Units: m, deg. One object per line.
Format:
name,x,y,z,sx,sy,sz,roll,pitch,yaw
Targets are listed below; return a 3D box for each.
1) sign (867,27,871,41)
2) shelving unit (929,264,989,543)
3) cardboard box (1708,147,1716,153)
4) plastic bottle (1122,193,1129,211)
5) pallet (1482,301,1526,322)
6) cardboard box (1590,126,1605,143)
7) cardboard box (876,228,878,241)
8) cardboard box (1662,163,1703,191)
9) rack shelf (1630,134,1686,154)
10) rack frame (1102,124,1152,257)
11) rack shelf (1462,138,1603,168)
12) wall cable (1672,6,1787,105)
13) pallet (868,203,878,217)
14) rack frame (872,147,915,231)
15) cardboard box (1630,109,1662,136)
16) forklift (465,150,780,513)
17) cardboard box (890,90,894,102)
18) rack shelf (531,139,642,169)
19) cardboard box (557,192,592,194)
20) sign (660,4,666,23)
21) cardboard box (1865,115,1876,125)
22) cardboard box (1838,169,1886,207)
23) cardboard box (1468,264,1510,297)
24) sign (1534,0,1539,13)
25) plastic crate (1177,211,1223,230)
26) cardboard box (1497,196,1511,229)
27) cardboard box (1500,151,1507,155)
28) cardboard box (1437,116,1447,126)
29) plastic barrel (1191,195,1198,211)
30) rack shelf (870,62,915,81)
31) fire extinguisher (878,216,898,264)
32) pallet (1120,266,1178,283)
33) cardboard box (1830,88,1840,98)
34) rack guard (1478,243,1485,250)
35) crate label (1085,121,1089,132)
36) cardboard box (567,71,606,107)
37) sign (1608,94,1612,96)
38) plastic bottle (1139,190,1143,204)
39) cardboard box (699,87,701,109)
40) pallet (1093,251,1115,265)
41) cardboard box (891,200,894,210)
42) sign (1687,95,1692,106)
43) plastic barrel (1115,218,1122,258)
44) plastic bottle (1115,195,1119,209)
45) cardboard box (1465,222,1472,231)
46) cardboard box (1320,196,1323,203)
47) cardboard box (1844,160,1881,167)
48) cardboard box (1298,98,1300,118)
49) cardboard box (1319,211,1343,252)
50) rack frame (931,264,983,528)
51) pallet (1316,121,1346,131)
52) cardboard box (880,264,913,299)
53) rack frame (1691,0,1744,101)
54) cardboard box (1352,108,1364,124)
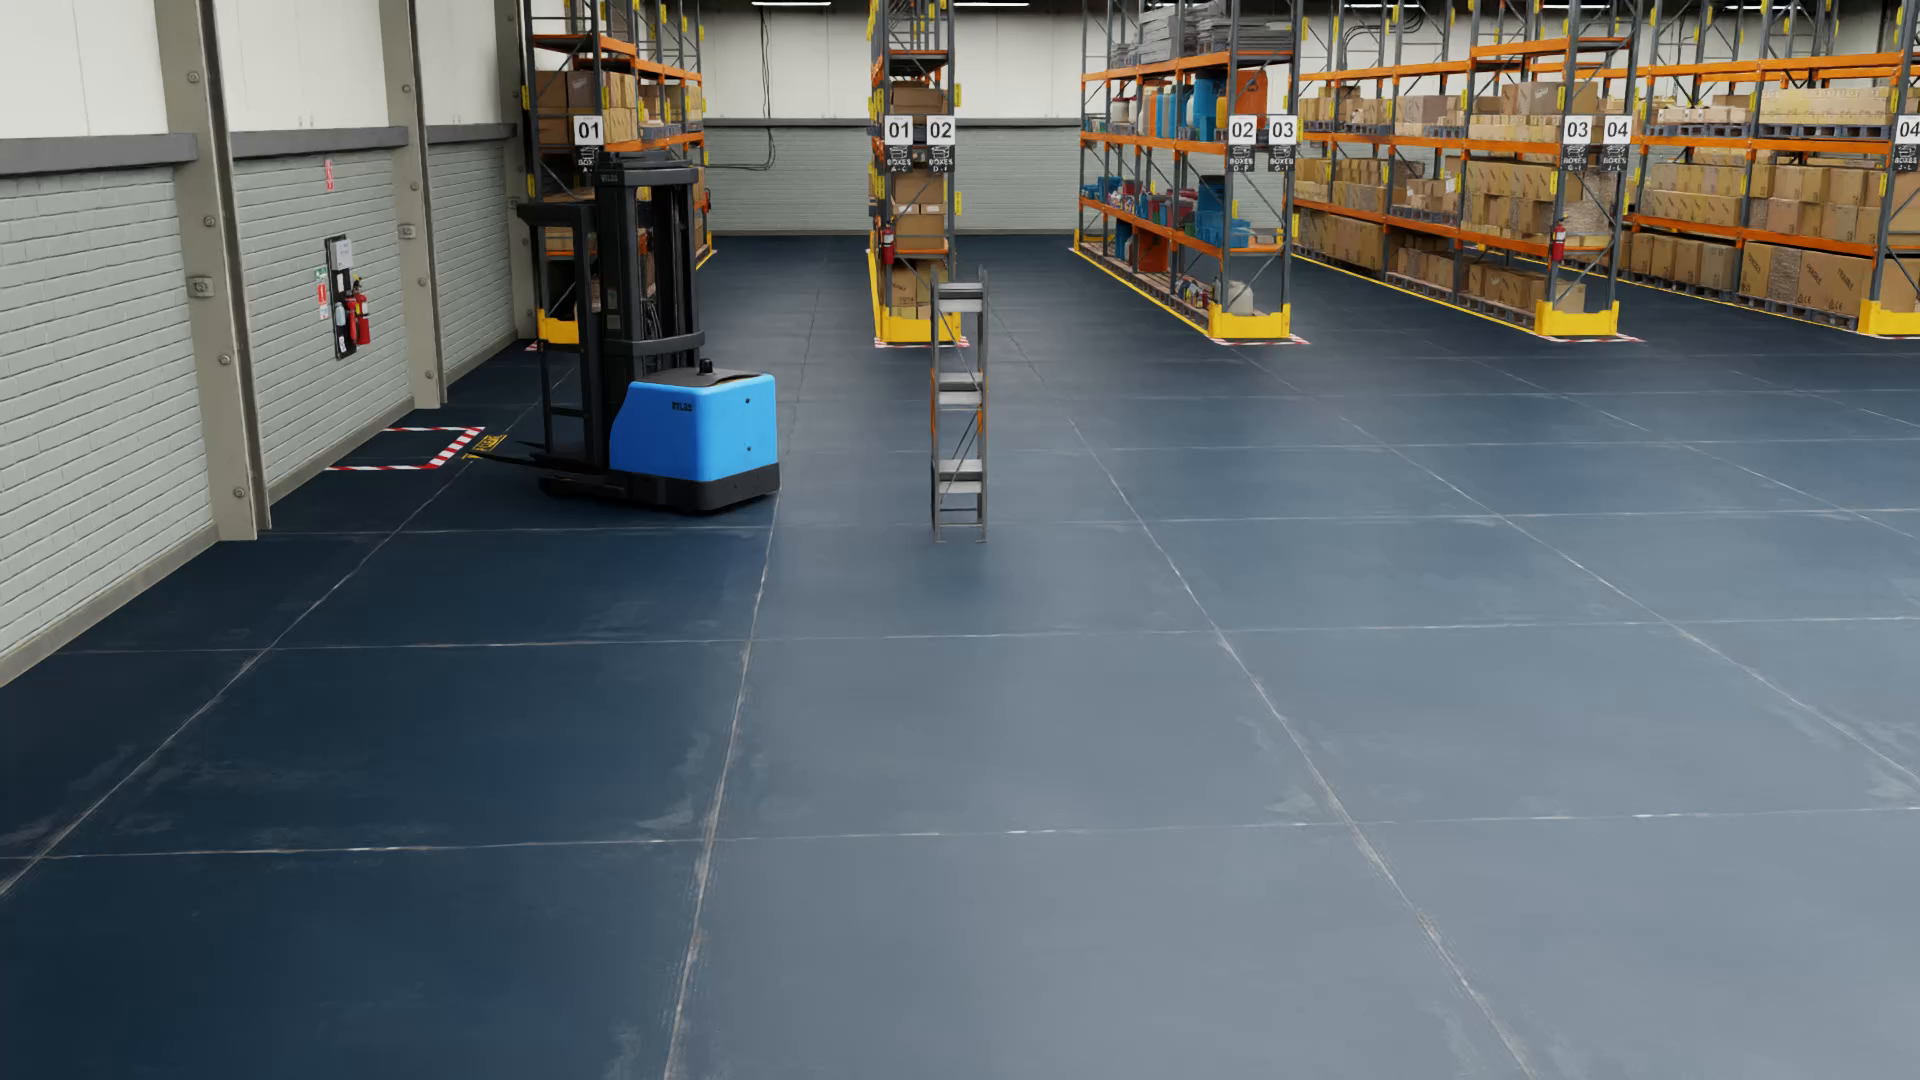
sign,-2.116,-11.768,38.670,0.100,0.325,0.005,-1,14,-3
shelving unit,-0.010,-1.058,12.925,0.431,2.100,0.503,-1,14,-3
cardboard box,17.973,-9.243,39.423,0.380,0.149,0.250,-1,14,-5
plastic bottle,3.375,-6.860,33.770,0.144,0.351,0.185,-1,14,-3
pallet,9.212,-3.726,27.086,1.003,0.211,1.213,-1,14,-3
cardboard box,9.532,-6.057,24.827,0.500,0.250,0.500,0,14,-2
cardboard box,-1.446,-6.253,33.939,0.500,0.250,0.500,-1,14,-4
cardboard box,13.816,-6.889,31.574,0.700,0.500,0.500,-1,14,-4
rack shelf,13.641,-8.195,34.283,1.077,0.370,4.000,-1,14,-3
rack frame,3.617,-7.461,36.003,1.000,3.000,0.127,-1,14,-3
rack shelf,9.180,-6.154,26.350,1.077,0.370,4.000,-1,14,-3
wall cable,21.104,-13.063,45.664,2.988,3.039,0.133,-1,14,-3
pallet,-1.191,-6.465,32.518,1.213,0.211,1.003,-1,14,-3
rack frame,-1.575,-8.380,39.576,1.000,3.000,0.127,-1,14,-3
cardboard box,13.476,-8.233,32.784,0.500,0.500,0.500,-1,14,-3
forklift,-3.093,-1.893,14.502,3.031,2.935,1.130,9,17,30
cardboard box,-0.855,-6.758,25.921,0.797,0.503,0.637,1,14,3
rack shelf,-5.651,-5.925,25.459,1.077,0.370,4.000,-1,14,-3
cardboard box,-5.826,-4.991,25.162,0.500,0.500,0.500,-1,14,-5
sign,-5.482,-9.720,30.711,0.100,0.325,0.005,-1,14,-3
cardboard box,13.887,-6.327,25.039,0.380,0.149,0.250,-1,14,-3
cardboard box,14.151,-5.428,25.635,0.875,0.550,0.550,-1,14,-3
cardboard box,9.041,-4.440,28.438,0.500,0.500,0.500,-1,14,-5
sign,9.599,-8.947,27.709,0.100,0.325,0.005,-1,14,-3
plastic crate,4.019,-5.309,27.765,0.767,0.338,0.504,-1,14,-3
cardboard box,9.140,-5.254,26.631,0.875,0.500,0.500,-1,14,-3
cardboard box,13.070,-9.019,39.255,0.500,0.500,0.500,0,14,-2
cardboard box,8.841,-7.555,29.977,0.380,0.166,0.250,-1,14,-5
plastic barrel,4.273,-5.778,29.191,0.433,0.535,0.433,0,14,0
rack shelf,-1.451,-10.438,36.985,1.077,0.370,4.000,-1,14,-3
fire extinguisher,-1.039,-4.327,23.978,0.296,0.674,0.183,-1,14,-3
pallet,3.775,-5.311,33.244,1.003,0.211,1.213,-1,14,-3
cardboard box,13.823,-6.968,25.929,0.380,0.149,0.250,-1,14,-4
rack guard,13.274,-7.354,40.605,1.175,0.500,0.348,-1,14,-3
crate label,3.104,-9.602,38.603,0.408,0.251,0.502,-1,14,-3
cardboard box,-5.309,-6.418,23.683,0.500,0.500,0.500,-2,15,-7
sign,14.071,-9.492,36.050,0.100,0.325,0.005,-1,14,-3
plastic bottle,3.857,-7.211,35.132,0.144,0.351,0.185,-1,14,-3
cardboard box,-6.201,-10.120,38.071,0.500,0.500,0.500,-1,14,-4
pallet,3.533,-6.292,37.059,1.003,0.211,1.213,-1,14,-3
cardboard box,-0.861,-5.112,25.372,0.380,0.149,0.250,0,14,-2
sign,17.650,-10.592,40.241,0.100,0.325,0.005,-1,14,-3
plastic barrel,3.634,-6.512,35.686,0.600,0.901,0.708,-1,14,-3
plastic bottle,3.323,-7.049,34.653,0.152,0.276,0.135,-1,14,-3
cardboard box,8.772,-5.305,28.131,0.380,0.149,0.250,-1,14,-3
cardboard box,8.199,-7.550,36.856,0.380,0.149,0.250,-1,14,-2
cardboard box,18.367,-7.480,33.871,0.500,0.500,0.500,-1,14,-2
cardboard box,8.399,-10.156,39.216,0.700,0.500,0.500,-2,15,-7
cardboard box,8.600,-6.877,37.156,0.875,0.875,0.875,-1,14,-3
rack frame,-0.025,-1.119,13.161,0.400,2.100,0.015,-1,14,-3
pallet,8.521,-9.150,36.729,1.003,0.211,1.213,-1,14,-3
cardboard box,-0.990,-4.013,25.774,0.500,0.500,0.500,-1,14,-3
rack frame,18.204,-11.590,40.014,1.000,3.000,0.127,-1,14,-3
cardboard box,8.539,-8.876,34.820,0.500,0.311,0.500,-1,14,-5
